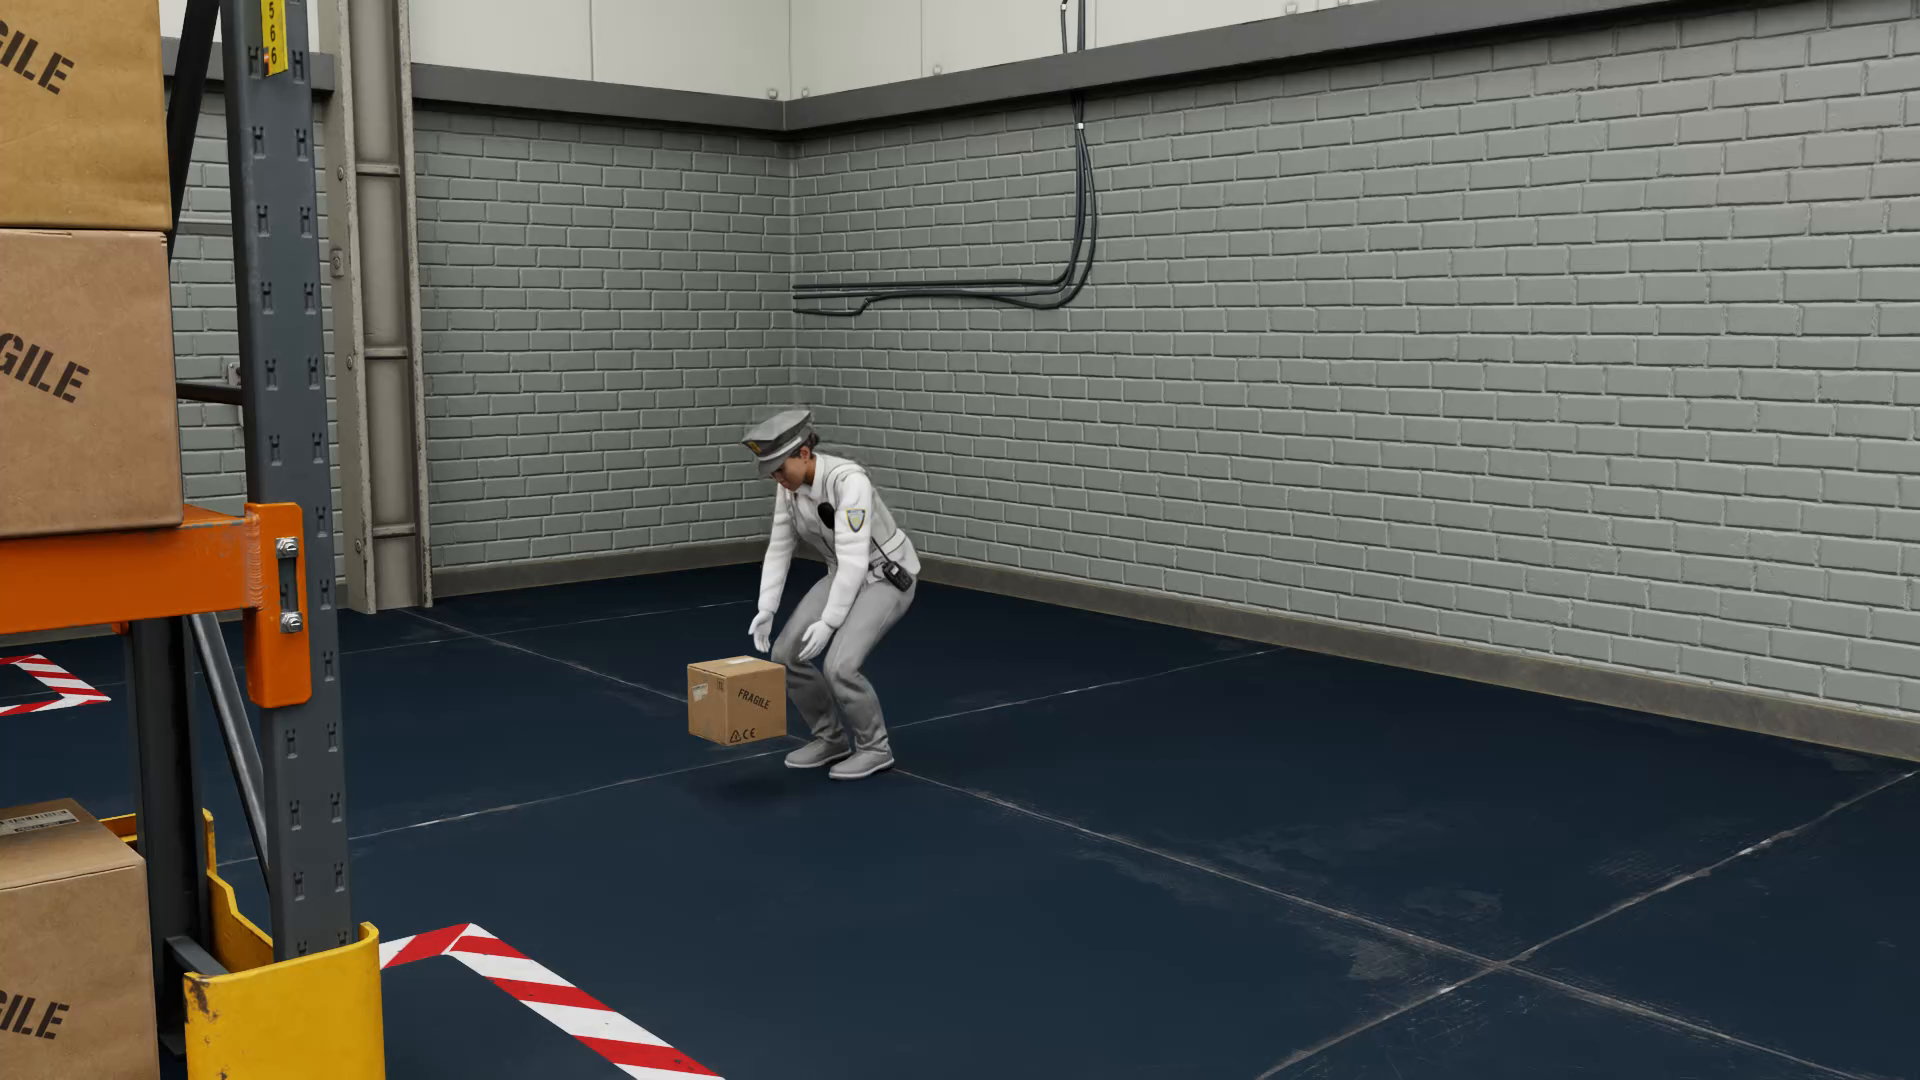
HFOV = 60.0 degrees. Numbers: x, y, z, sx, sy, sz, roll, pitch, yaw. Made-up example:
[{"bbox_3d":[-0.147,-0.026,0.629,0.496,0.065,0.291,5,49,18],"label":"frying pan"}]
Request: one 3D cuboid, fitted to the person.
[{"bbox_3d":[-0.462,0.194,6.056,0.723,1.349,0.535,-7,10,-41],"label":"person"}]
